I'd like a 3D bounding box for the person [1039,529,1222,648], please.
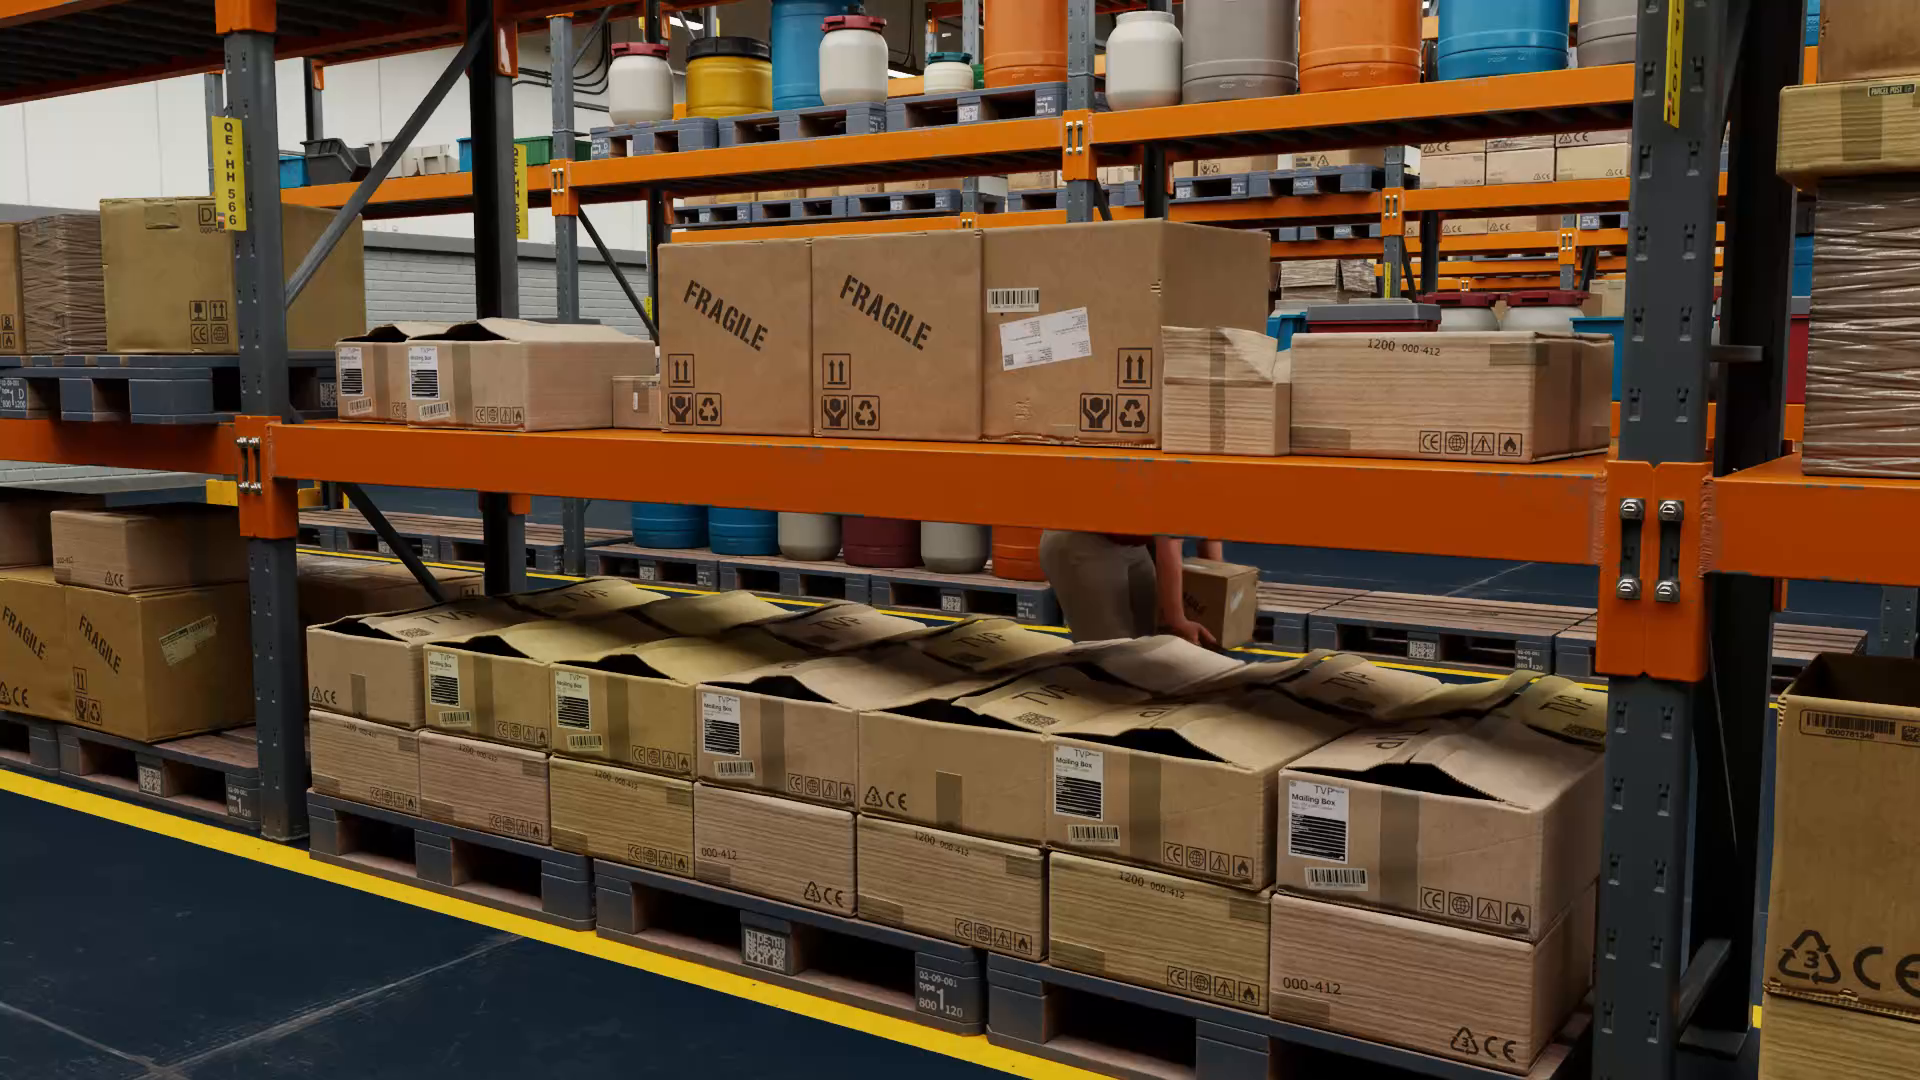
[{"bbox_3d":[0.676,0.165,5.628,0.815,1.456,0.476,4,7,33],"label":"person"}]
